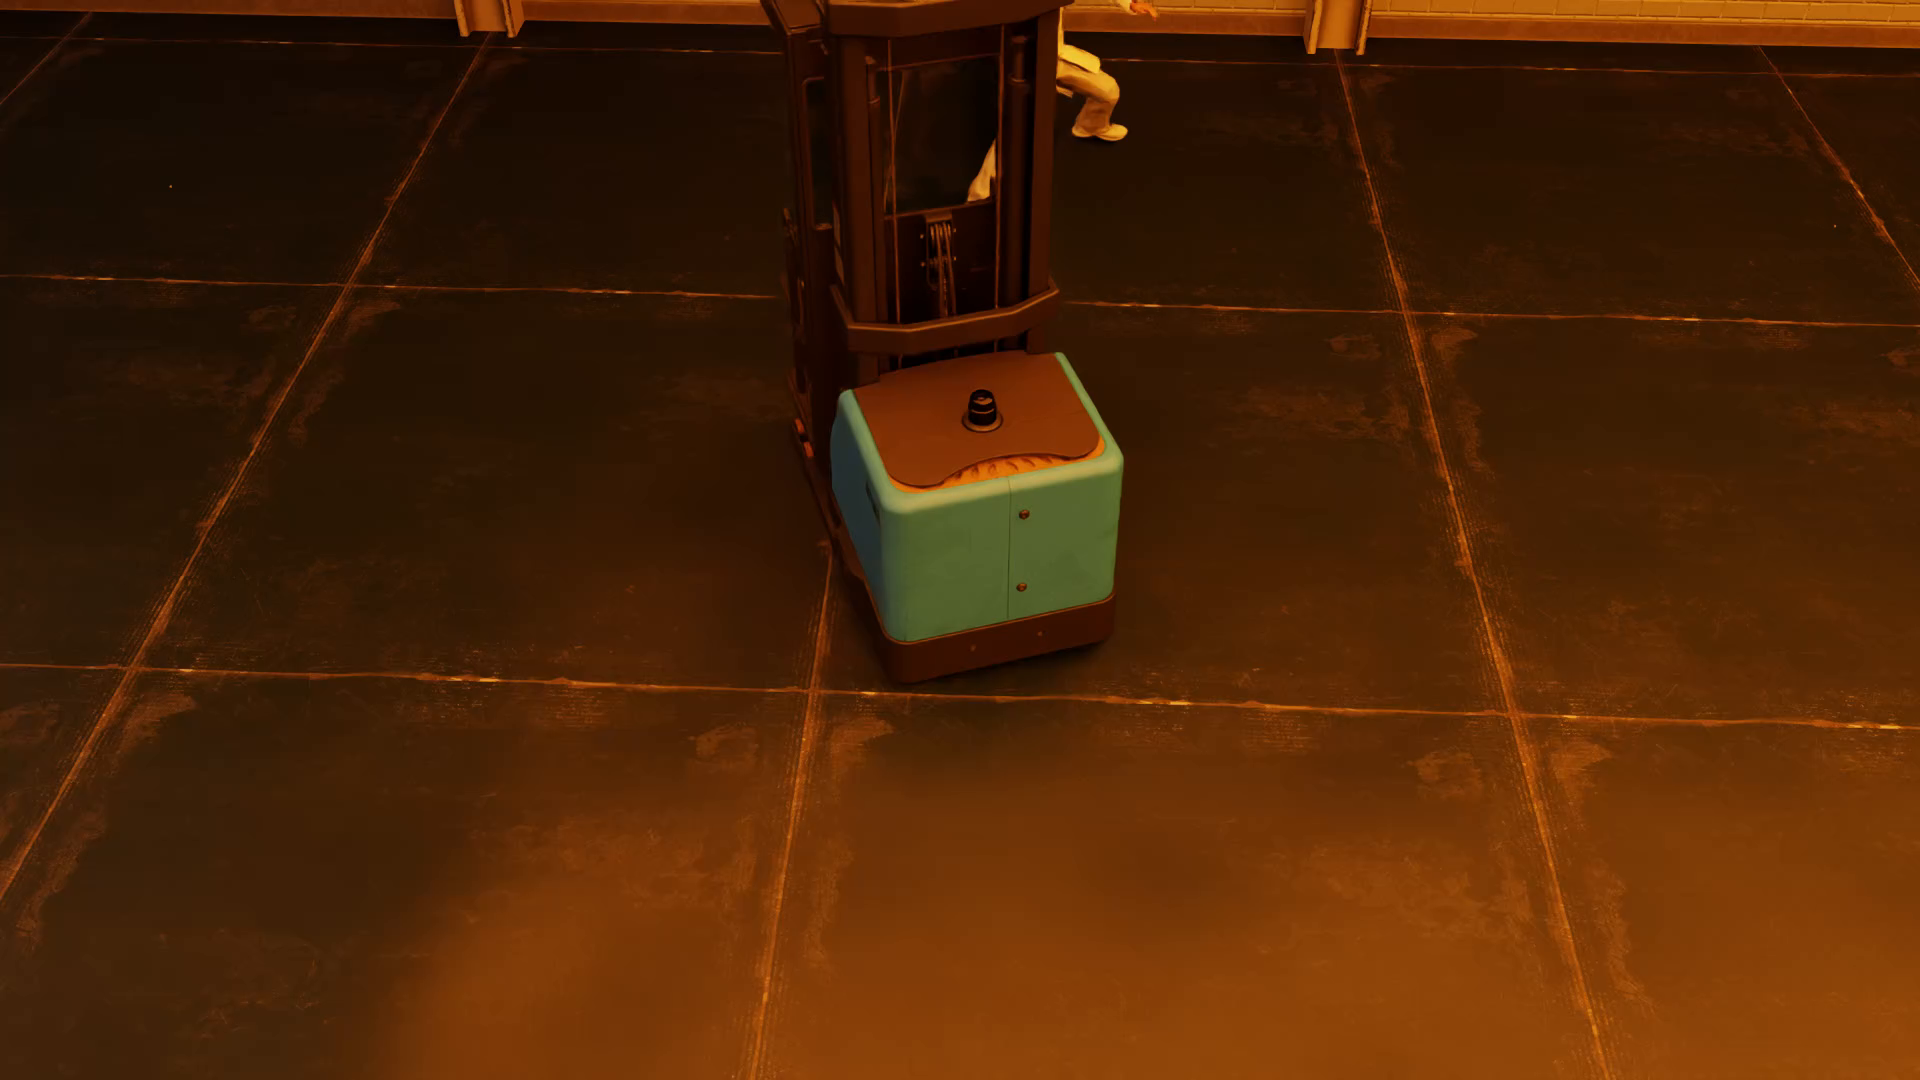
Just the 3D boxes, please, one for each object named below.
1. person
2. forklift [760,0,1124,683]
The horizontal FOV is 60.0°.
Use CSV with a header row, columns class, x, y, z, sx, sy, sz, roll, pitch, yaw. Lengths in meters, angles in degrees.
class,x,y,z,sx,sy,sz,roll,pitch,yaw
person,0.589,-2.832,9.873,1.309,1.542,0.715,-20,46,-21
forklift,-0.231,-1.478,7.361,1.130,2.935,3.031,-11,44,-12
